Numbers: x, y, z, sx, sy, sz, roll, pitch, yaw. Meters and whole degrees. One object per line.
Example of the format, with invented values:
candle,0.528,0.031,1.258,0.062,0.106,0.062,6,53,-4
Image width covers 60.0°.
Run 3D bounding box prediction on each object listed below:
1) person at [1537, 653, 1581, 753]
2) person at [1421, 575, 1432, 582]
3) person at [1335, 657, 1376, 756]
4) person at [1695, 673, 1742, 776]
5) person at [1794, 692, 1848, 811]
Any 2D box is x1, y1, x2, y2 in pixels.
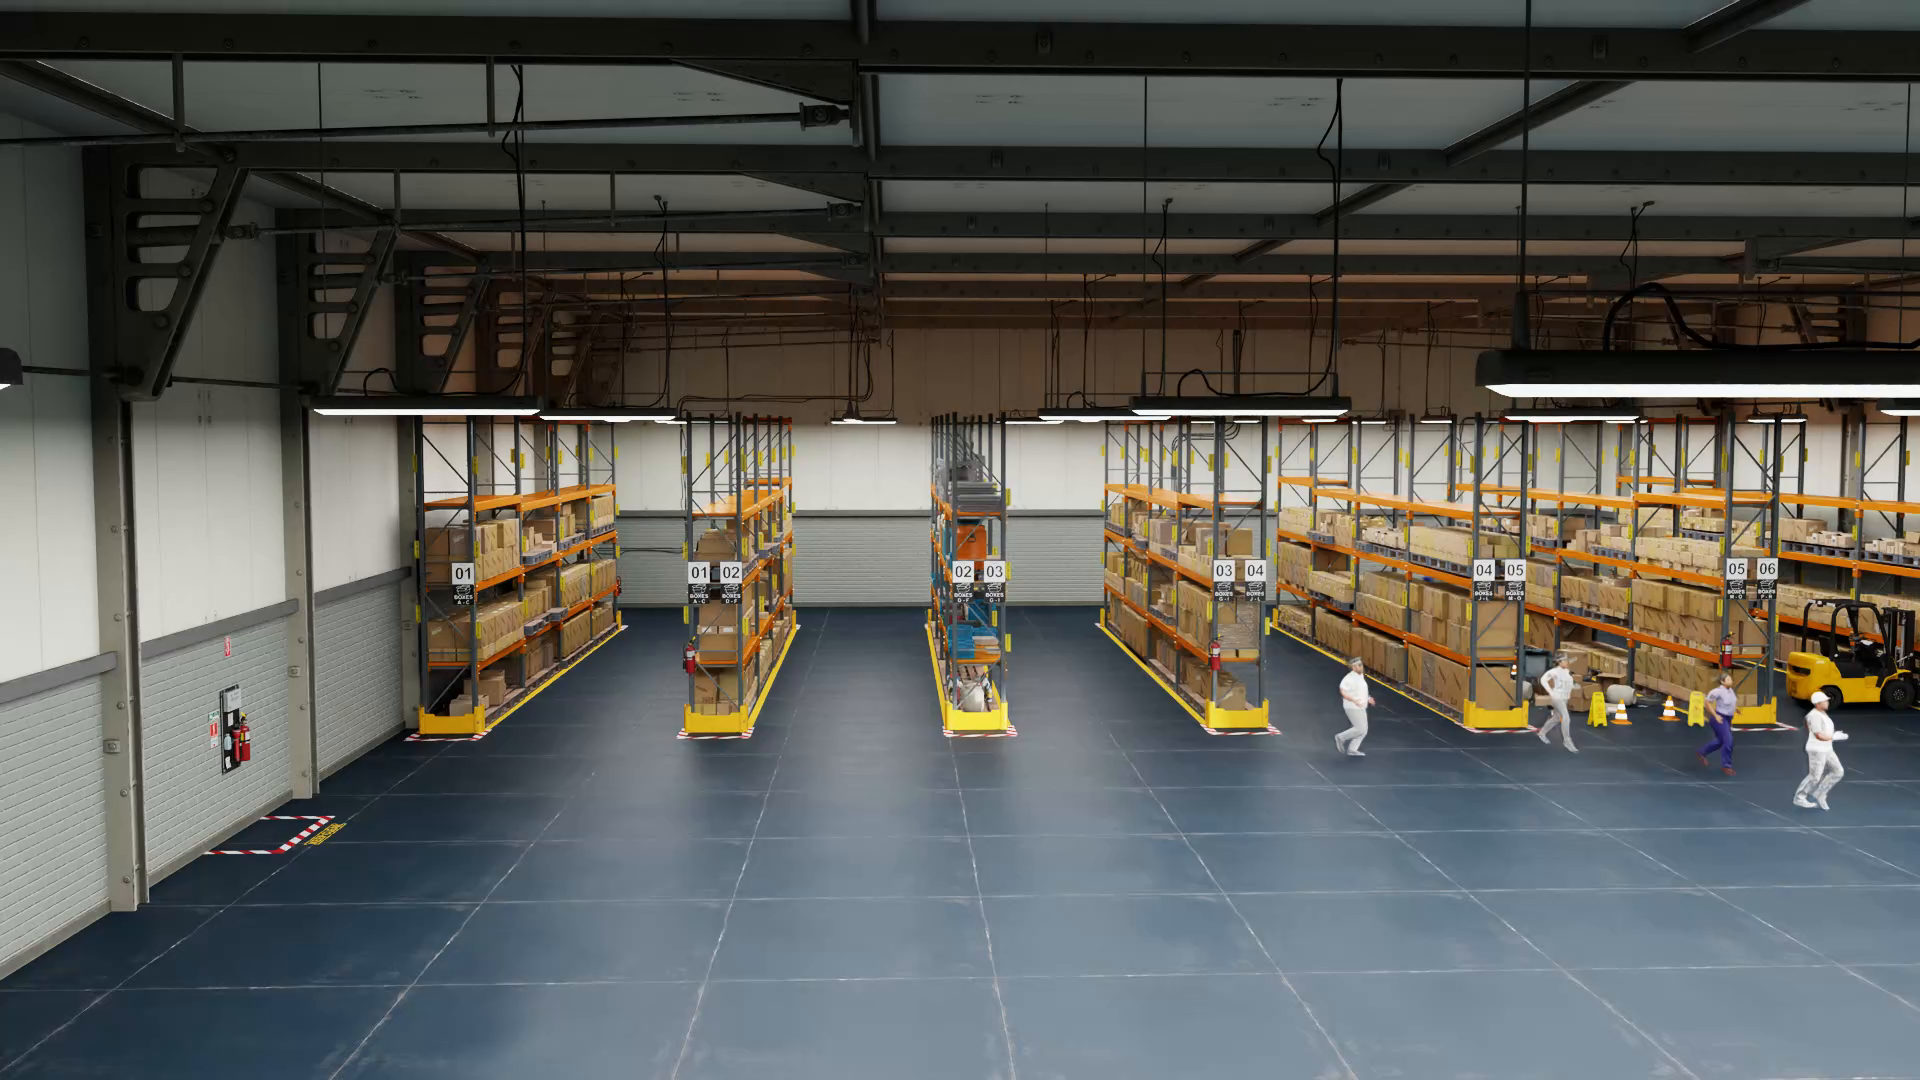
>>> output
person,10.655,2.862,29.539,0.601,1.741,0.824,-4,5,-42
person,13.873,1.568,49.324,0.848,1.657,0.609,0,4,1
person,6.866,2.885,28.874,0.599,1.737,0.647,3,5,36
person,12.583,3.033,27.588,0.593,1.687,0.807,-3,5,-40
person,12.824,3.149,24.733,0.706,1.789,0.655,3,5,40
